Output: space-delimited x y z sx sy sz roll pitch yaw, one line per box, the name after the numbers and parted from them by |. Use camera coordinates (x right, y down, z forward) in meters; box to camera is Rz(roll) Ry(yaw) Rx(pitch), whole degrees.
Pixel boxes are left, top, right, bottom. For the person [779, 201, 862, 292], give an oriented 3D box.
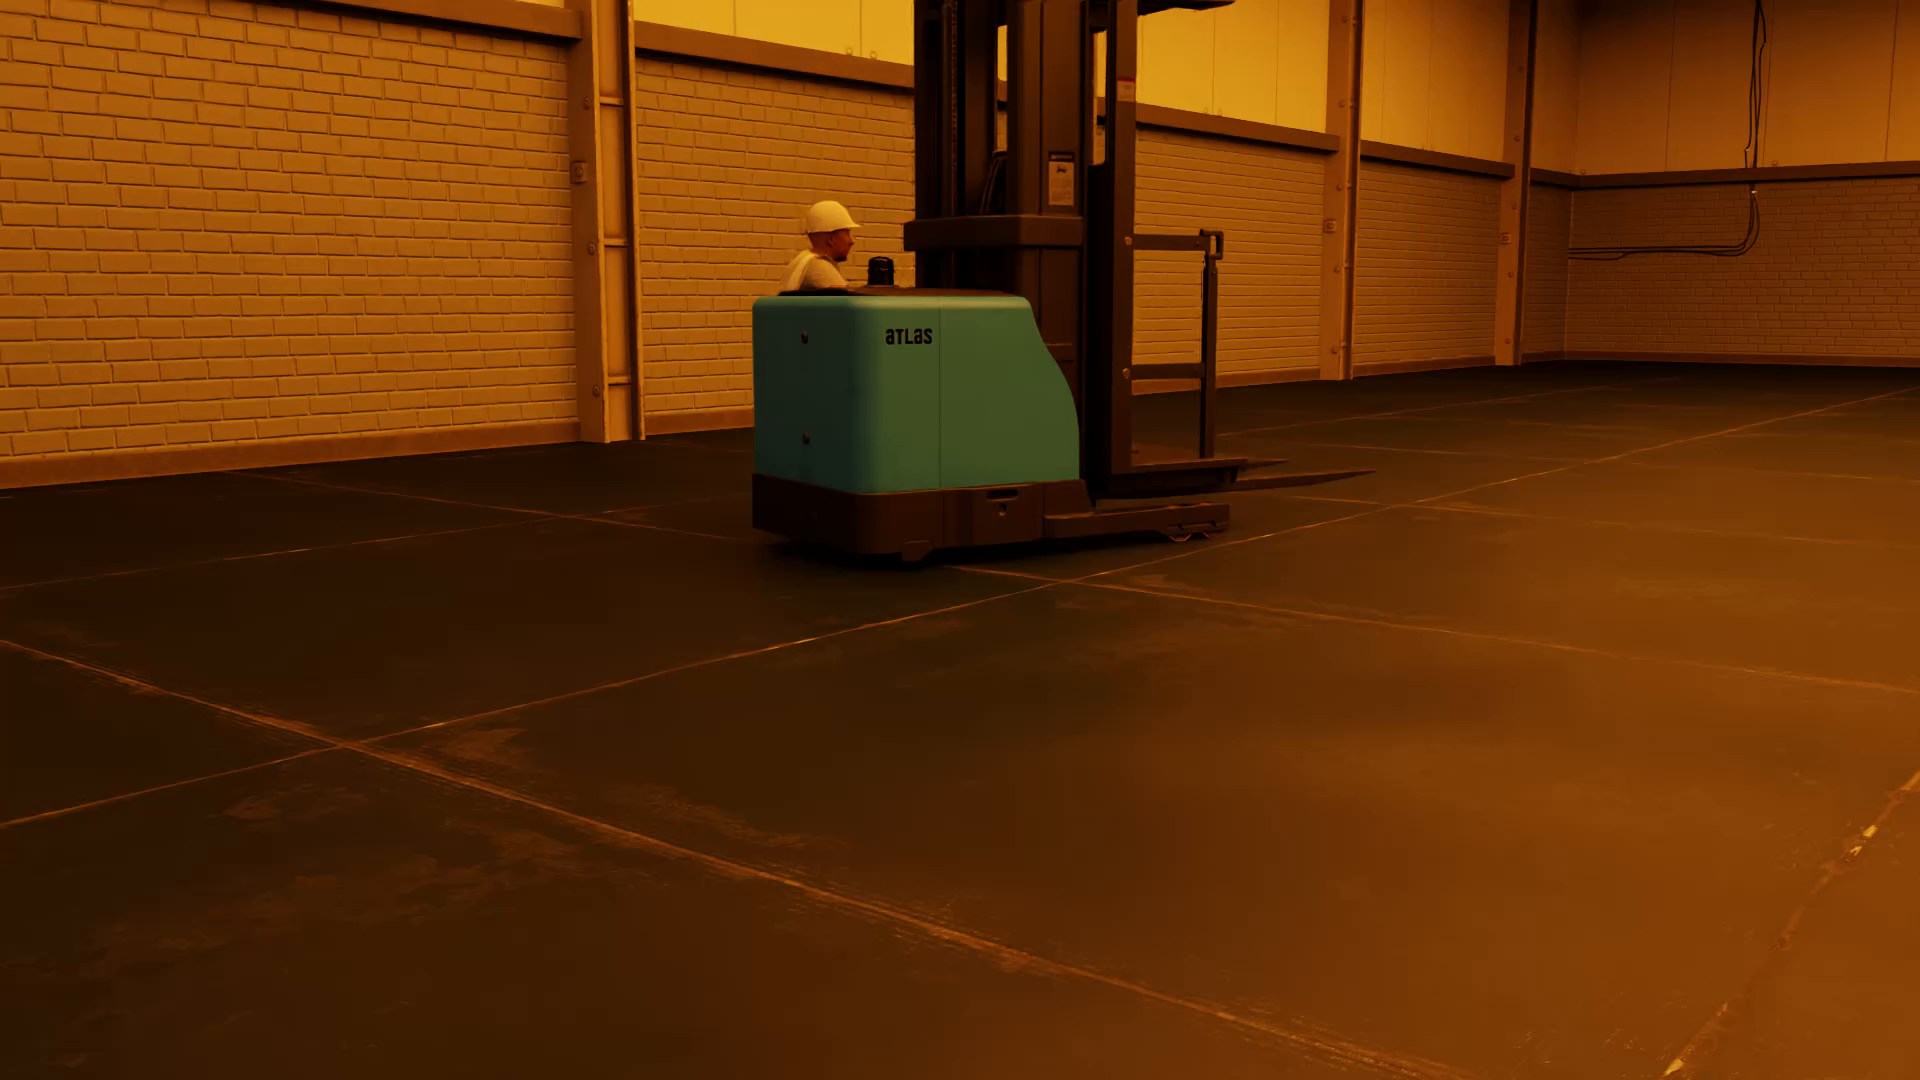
-0.412 -0.837 8.029 0.913 1.567 0.846 -3 9 -22 | person

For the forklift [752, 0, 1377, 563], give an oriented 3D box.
0.610 -1.497 7.514 3.031 2.935 1.130 -5 10 -32 | forklift
